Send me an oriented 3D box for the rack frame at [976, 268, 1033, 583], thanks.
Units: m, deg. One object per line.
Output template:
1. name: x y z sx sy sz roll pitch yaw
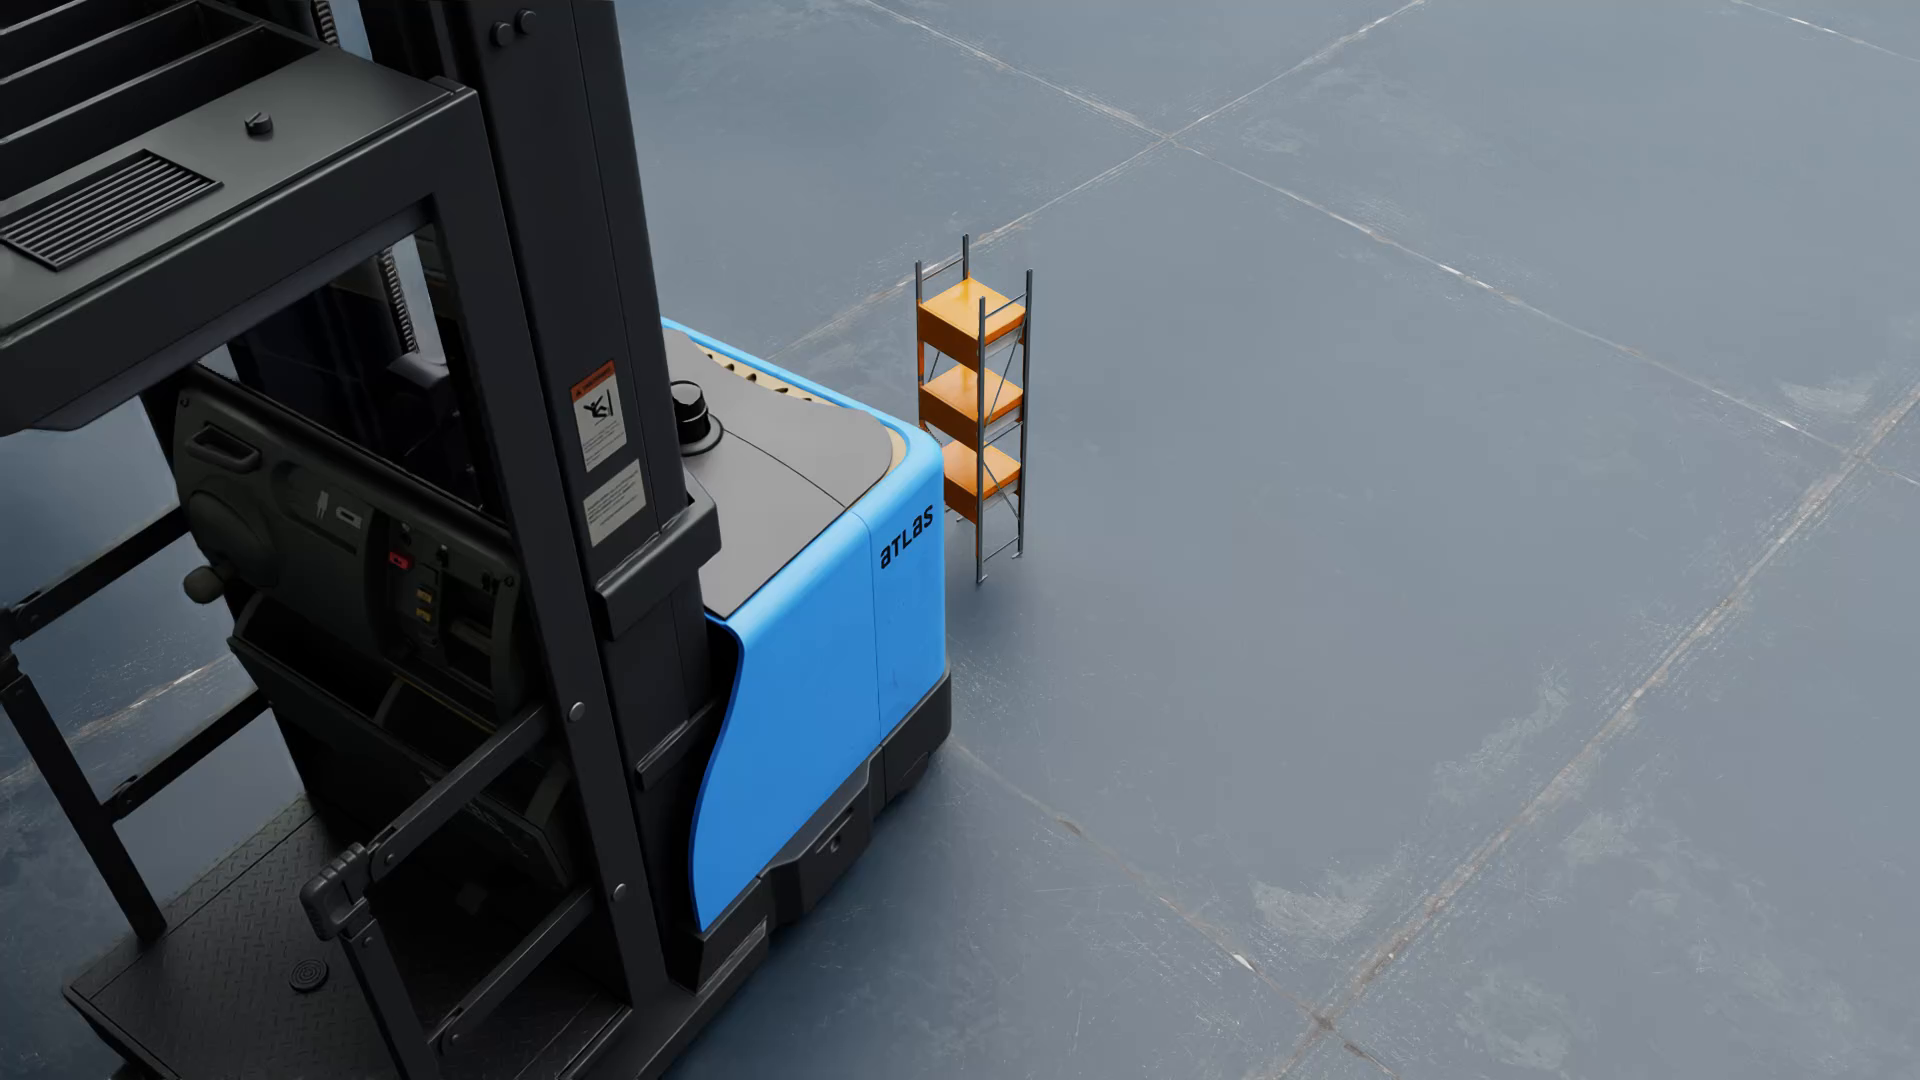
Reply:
1. rack frame: 0.124 -0.301 4.802 0.200 1.050 0.008 -34 53 -31

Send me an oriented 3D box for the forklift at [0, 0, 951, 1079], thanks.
1. forklift: -1.270 0.113 2.968 1.130 2.935 3.031 25 48 24

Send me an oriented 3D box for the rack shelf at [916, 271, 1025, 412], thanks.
1. rack shelf: 0.038 -0.561 4.680 0.215 0.259 0.240 -34 53 -31

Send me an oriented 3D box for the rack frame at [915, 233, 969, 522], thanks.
1. rack frame: -0.048 -0.418 4.929 0.200 1.050 0.008 -34 53 -31

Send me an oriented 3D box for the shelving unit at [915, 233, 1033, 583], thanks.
1. shelving unit: 0.038 -0.360 4.866 0.215 1.050 0.252 -34 53 -31

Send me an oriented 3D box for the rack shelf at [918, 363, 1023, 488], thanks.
1. rack shelf: 0.038 -0.352 4.873 0.215 0.259 0.240 -34 53 -31

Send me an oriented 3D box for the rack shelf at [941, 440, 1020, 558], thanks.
1. rack shelf: 0.038 -0.148 5.062 0.215 0.259 0.240 -34 53 -31
